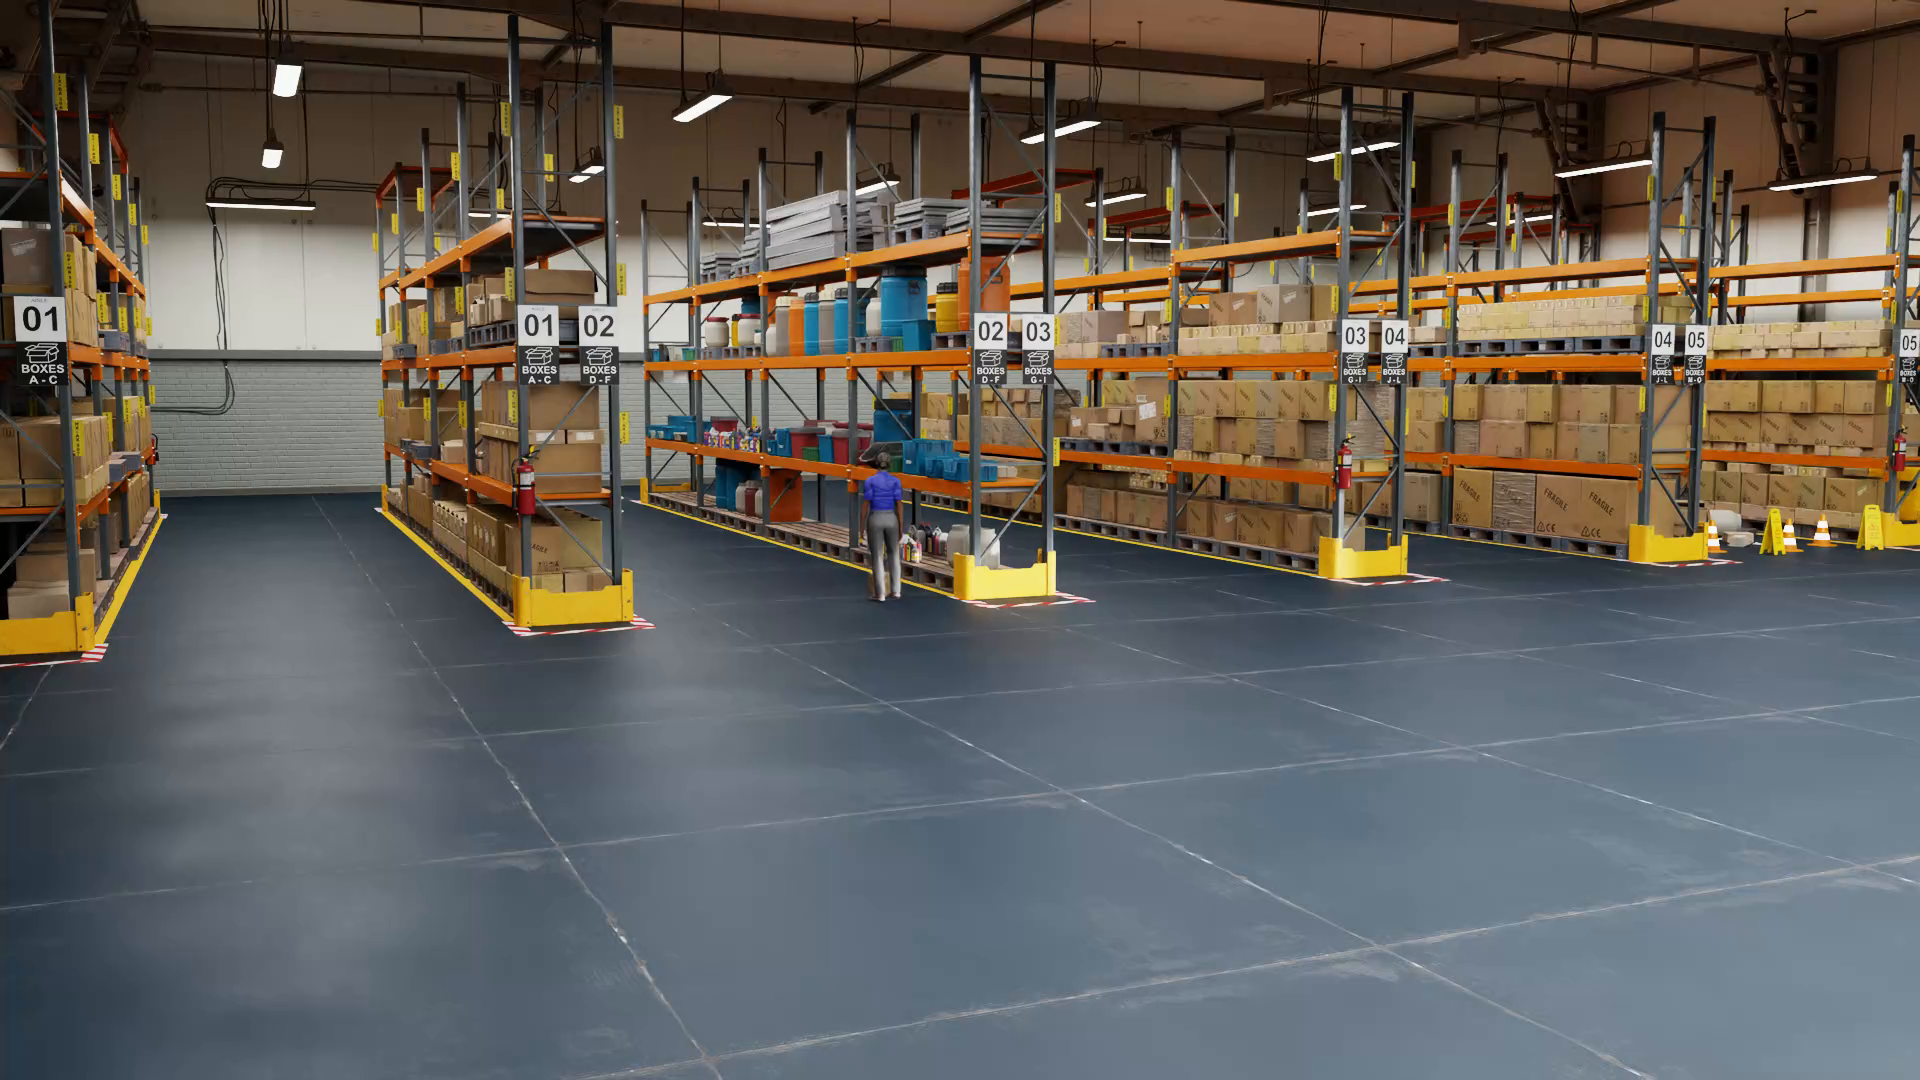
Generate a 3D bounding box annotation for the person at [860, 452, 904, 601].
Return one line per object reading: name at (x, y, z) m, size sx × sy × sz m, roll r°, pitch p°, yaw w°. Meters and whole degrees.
person at (-0.890, -0.149, 18.595) m, size 0.469 × 1.675 × 0.523 m, roll -1°, pitch 6°, yaw -12°
